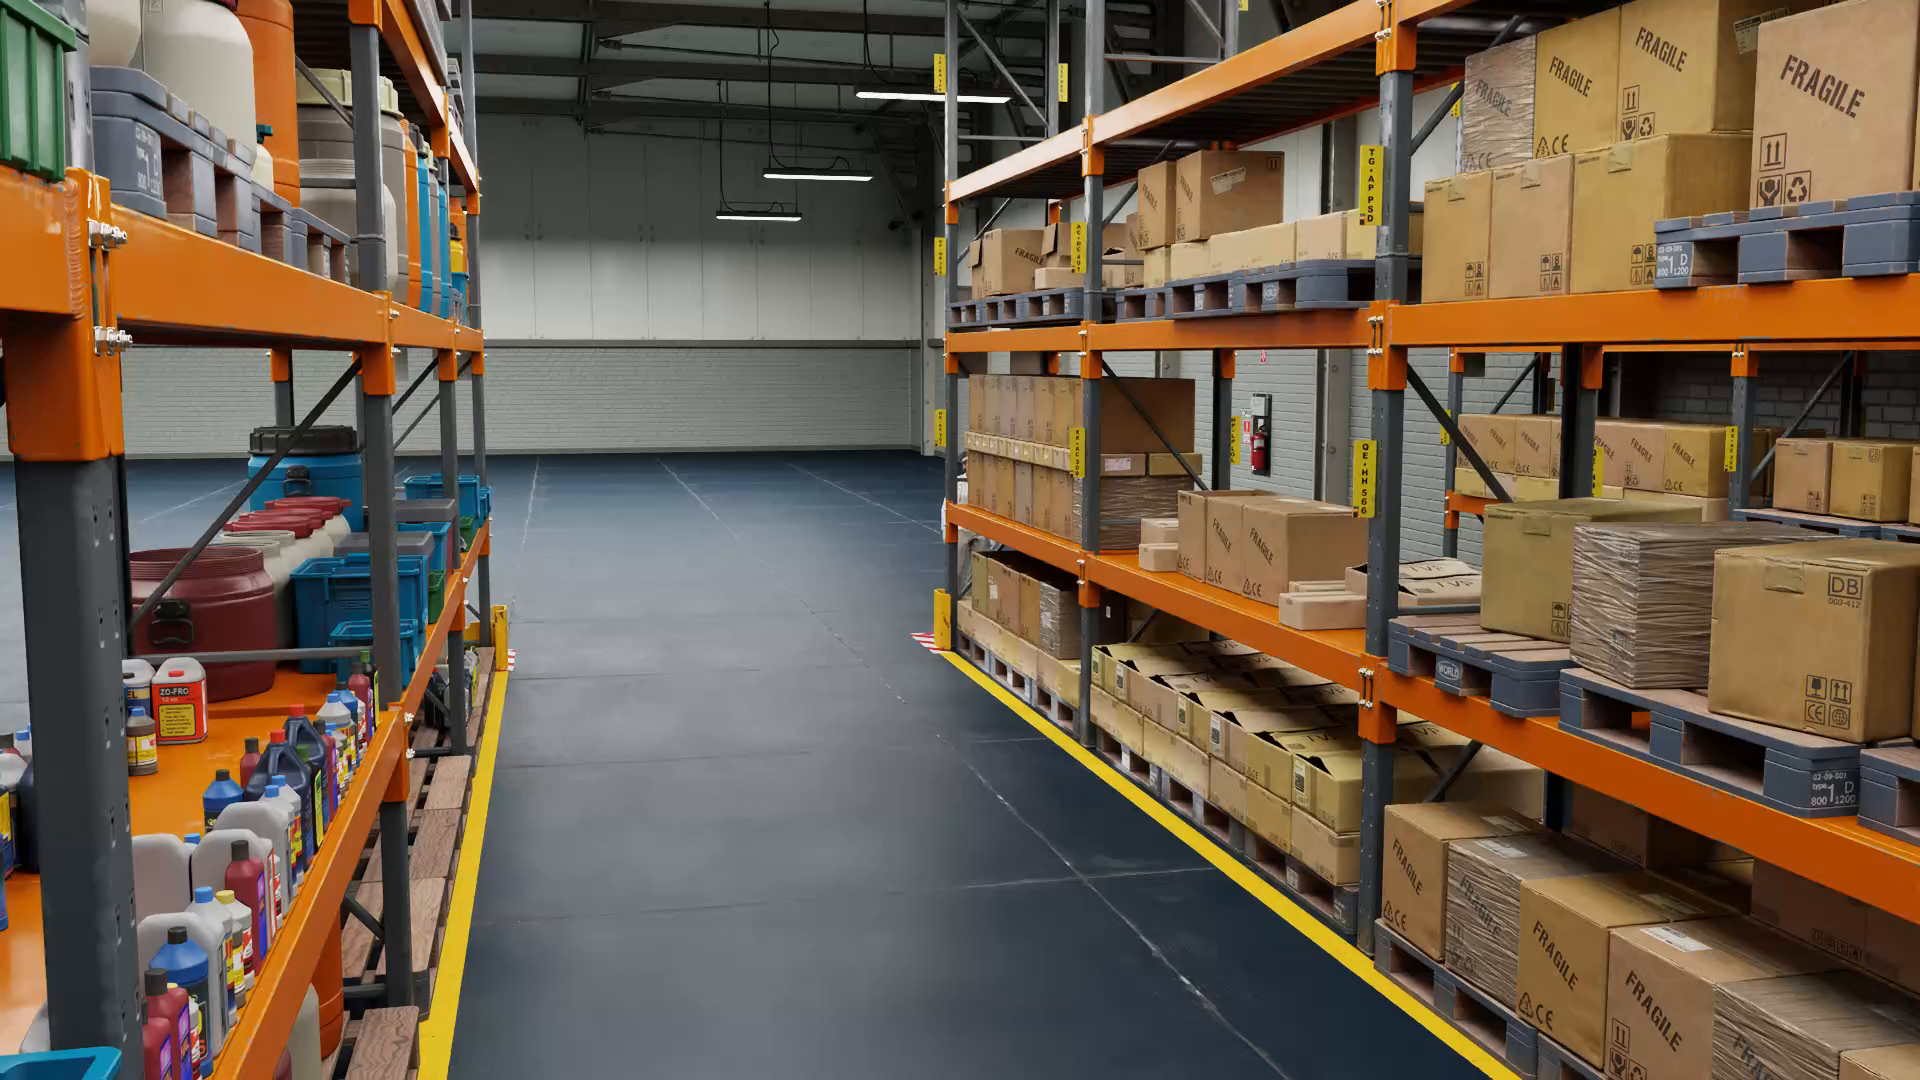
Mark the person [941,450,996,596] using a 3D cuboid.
[{"bbox_3d":[0.106,-0.056,16.463,0.587,1.694,0.529,-2,6,-14],"label":"person"}]
